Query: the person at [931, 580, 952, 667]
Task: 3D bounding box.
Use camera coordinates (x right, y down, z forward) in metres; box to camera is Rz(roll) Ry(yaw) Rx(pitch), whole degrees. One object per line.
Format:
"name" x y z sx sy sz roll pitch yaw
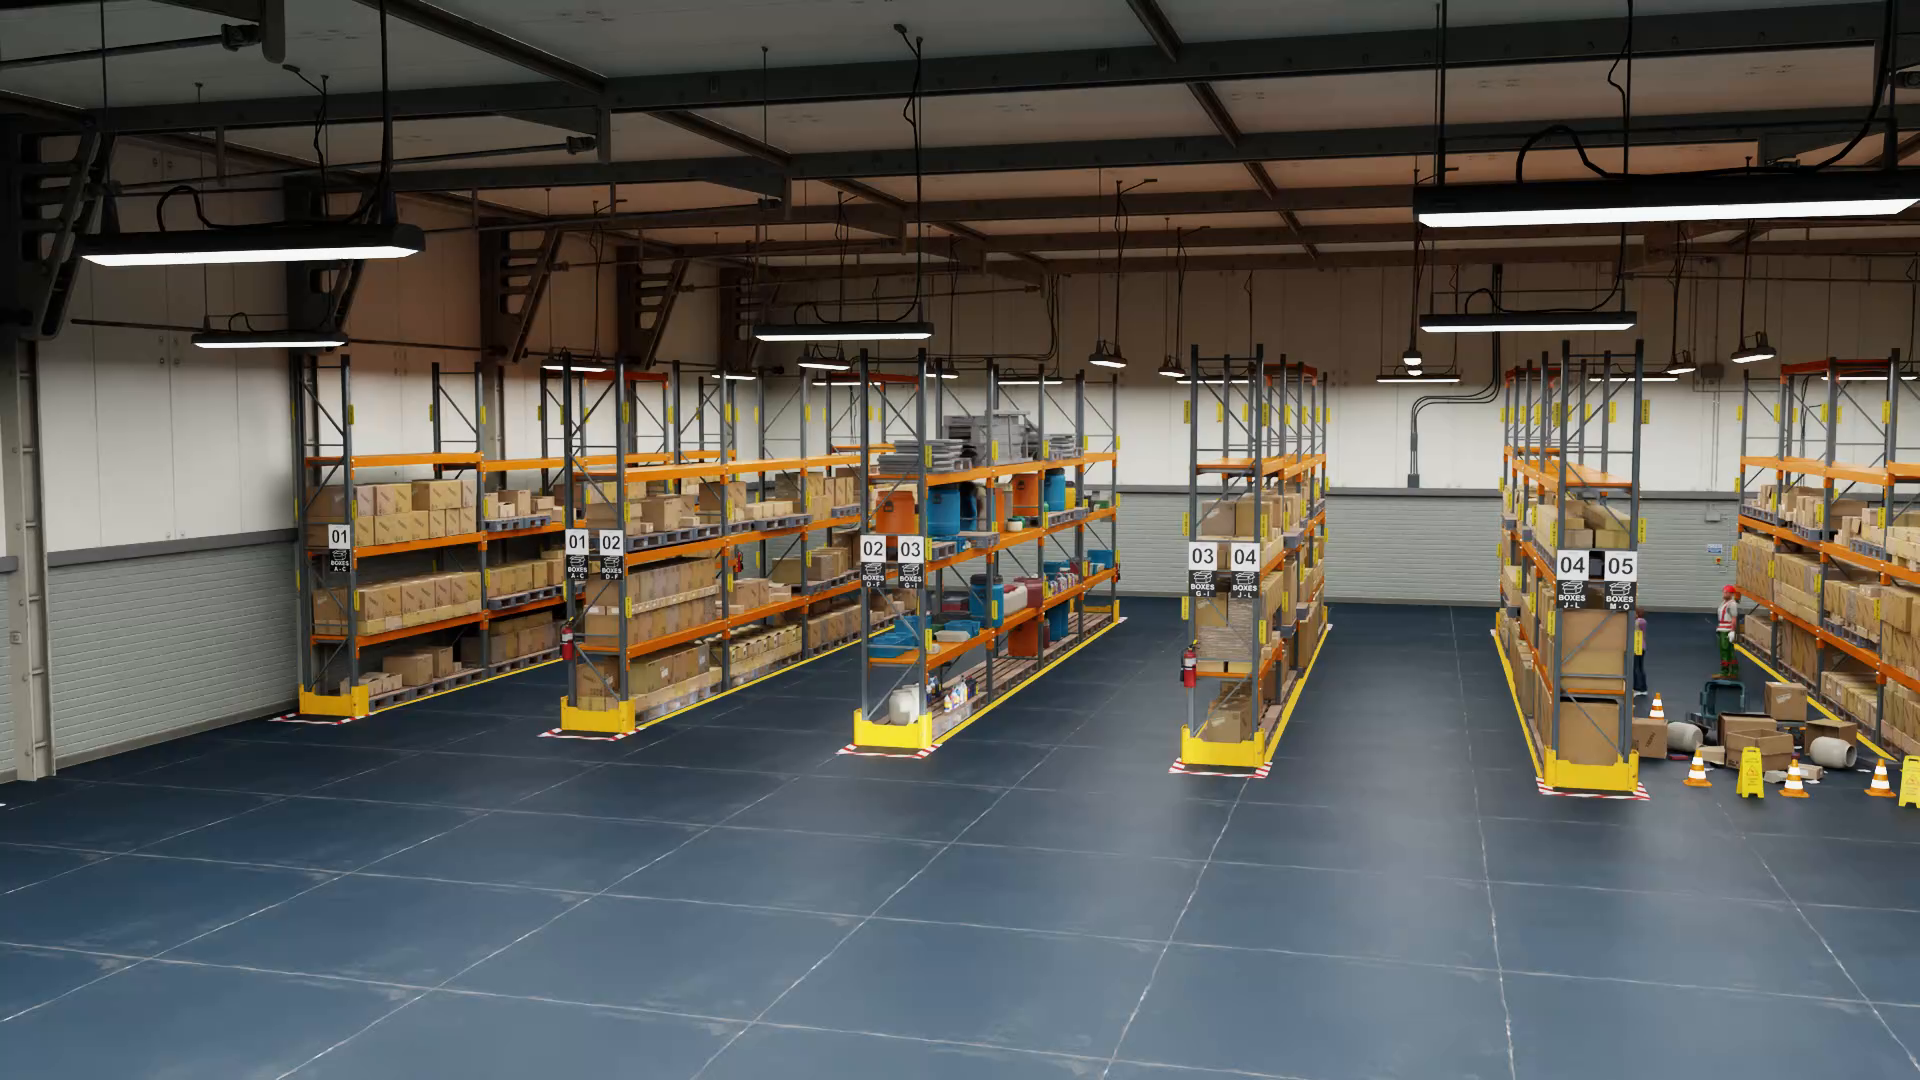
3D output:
"person" -0.357 1.652 33.040 0.428 1.723 0.589 2 5 22

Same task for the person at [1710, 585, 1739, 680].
"person" 14.578 1.746 31.632 0.462 1.798 0.525 3 5 32

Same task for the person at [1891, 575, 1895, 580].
"person" 19.222 1.573 34.368 0.629 1.739 0.387 -3 5 -34

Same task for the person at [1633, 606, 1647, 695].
"person" 12.139 1.975 29.787 0.452 1.605 0.345 -4 6 -40
